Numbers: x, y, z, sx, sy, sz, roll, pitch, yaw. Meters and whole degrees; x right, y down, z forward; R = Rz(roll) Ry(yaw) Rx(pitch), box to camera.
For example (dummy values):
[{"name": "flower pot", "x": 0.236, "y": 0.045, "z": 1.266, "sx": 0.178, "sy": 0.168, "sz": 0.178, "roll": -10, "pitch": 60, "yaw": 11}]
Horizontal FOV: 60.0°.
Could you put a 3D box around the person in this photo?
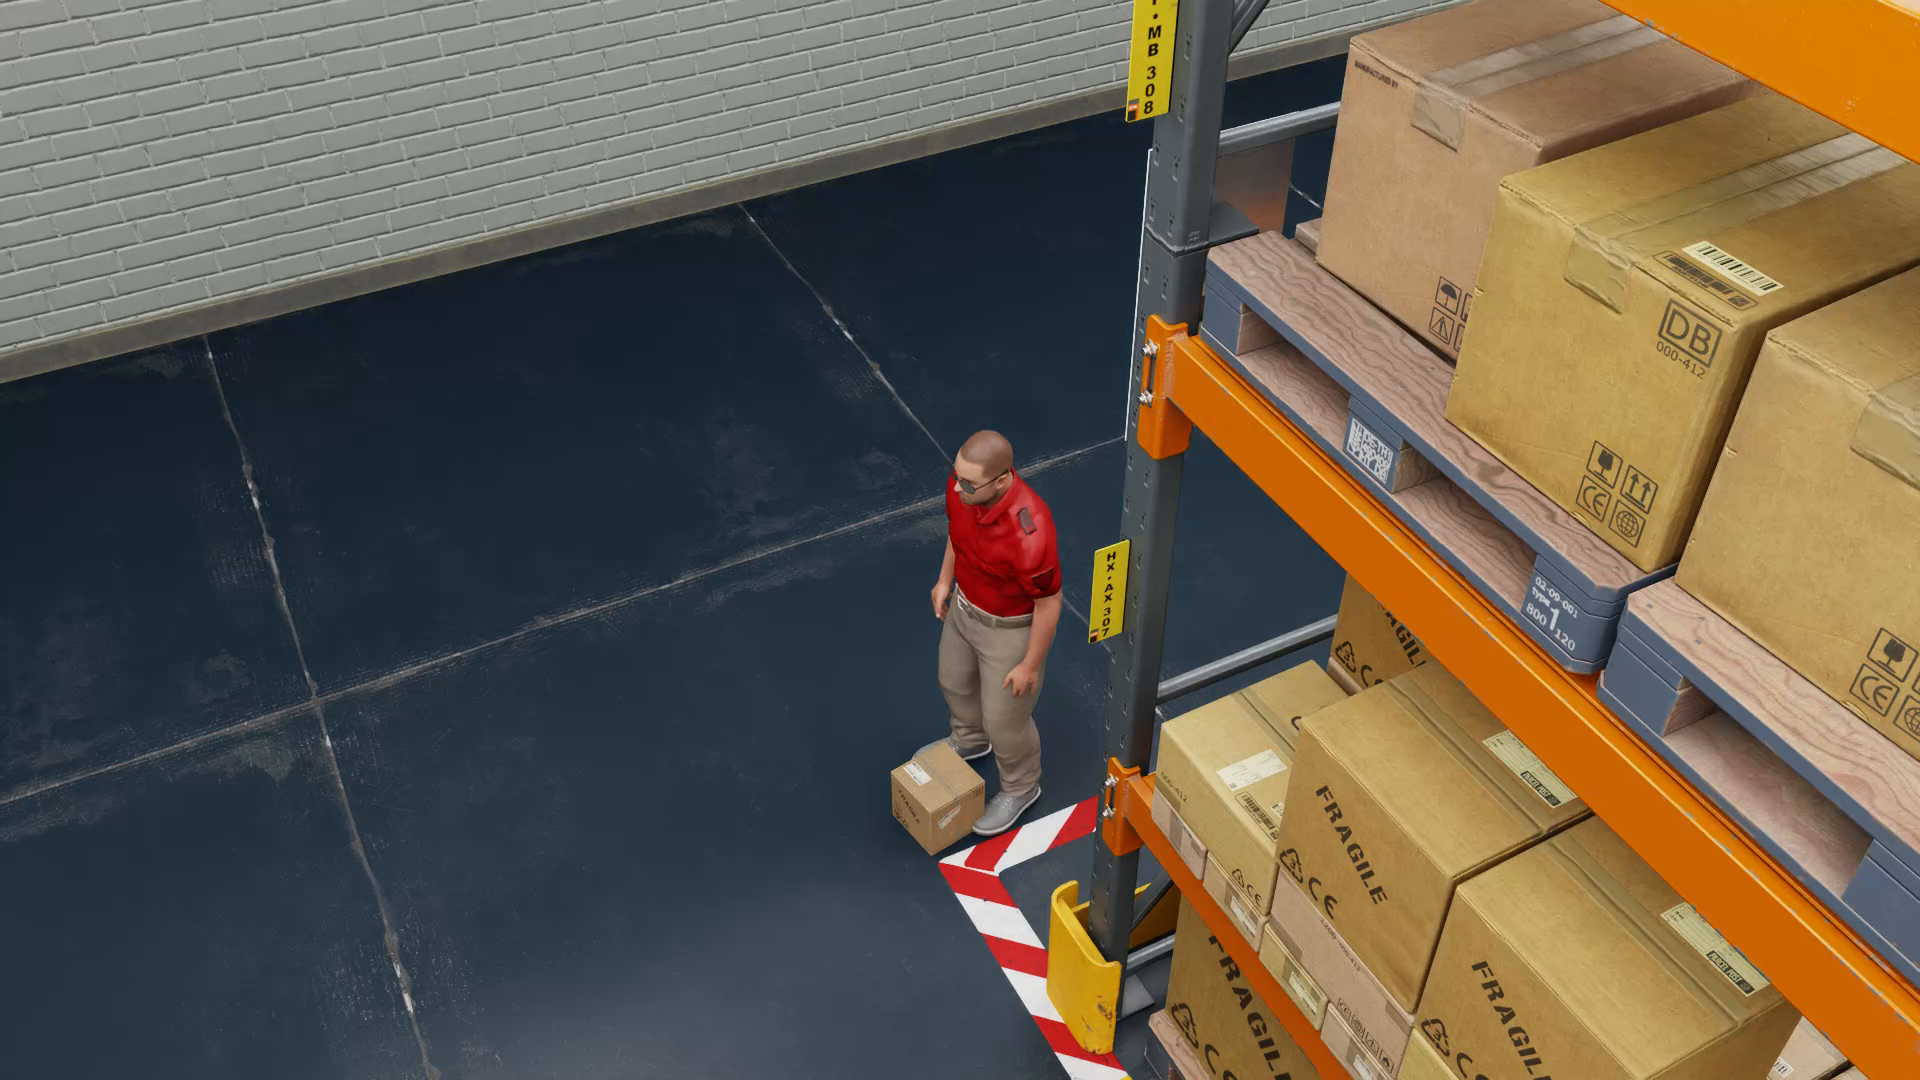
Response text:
[{"name": "person", "x": 0.112, "y": 0.295, "z": 5.828, "sx": 0.398, "sy": 1.727, "sz": 0.587, "roll": -24, "pitch": 46, "yaw": -25}]
